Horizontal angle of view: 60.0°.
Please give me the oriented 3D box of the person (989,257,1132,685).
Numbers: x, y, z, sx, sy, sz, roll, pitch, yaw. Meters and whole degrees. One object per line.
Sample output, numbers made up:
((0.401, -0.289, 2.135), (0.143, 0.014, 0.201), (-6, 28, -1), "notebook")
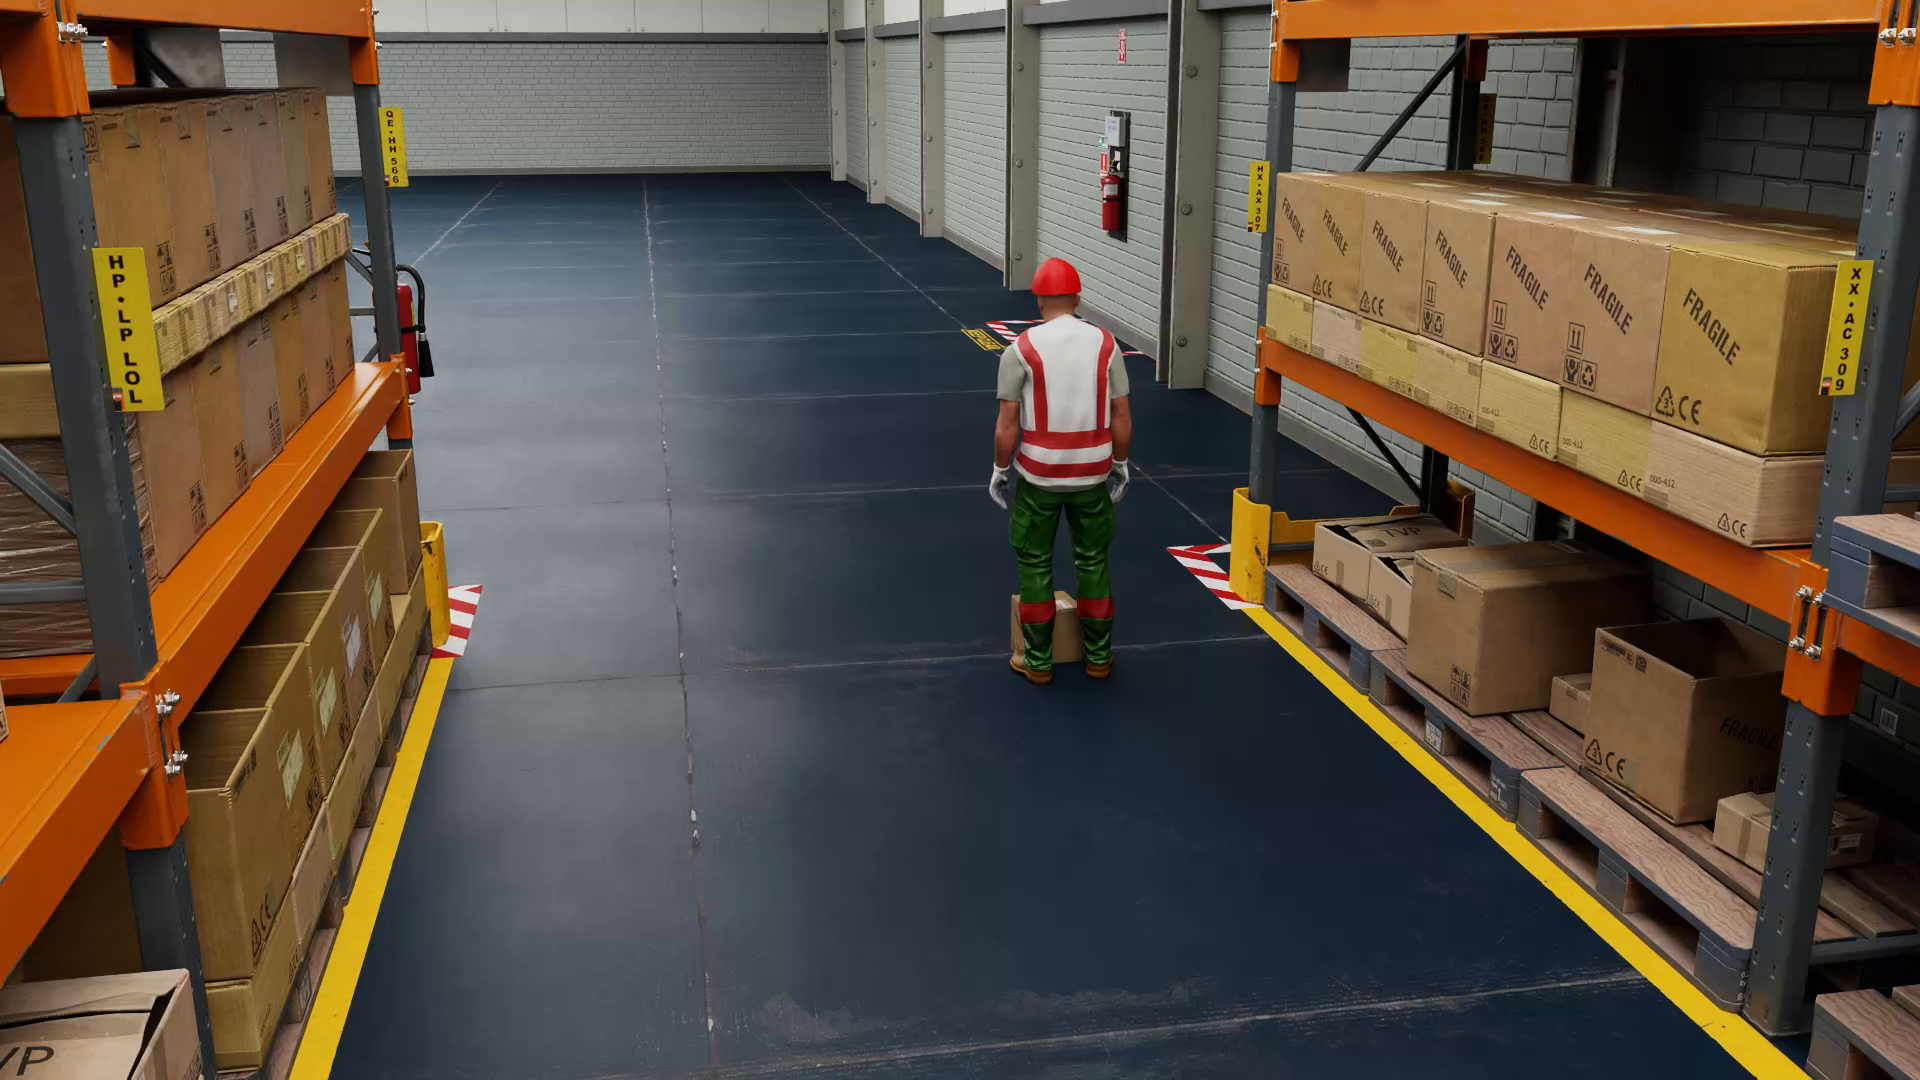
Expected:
((0.424, -0.279, 6.967), (0.608, 1.780, 0.448), (-3, 16, -10), "person")
